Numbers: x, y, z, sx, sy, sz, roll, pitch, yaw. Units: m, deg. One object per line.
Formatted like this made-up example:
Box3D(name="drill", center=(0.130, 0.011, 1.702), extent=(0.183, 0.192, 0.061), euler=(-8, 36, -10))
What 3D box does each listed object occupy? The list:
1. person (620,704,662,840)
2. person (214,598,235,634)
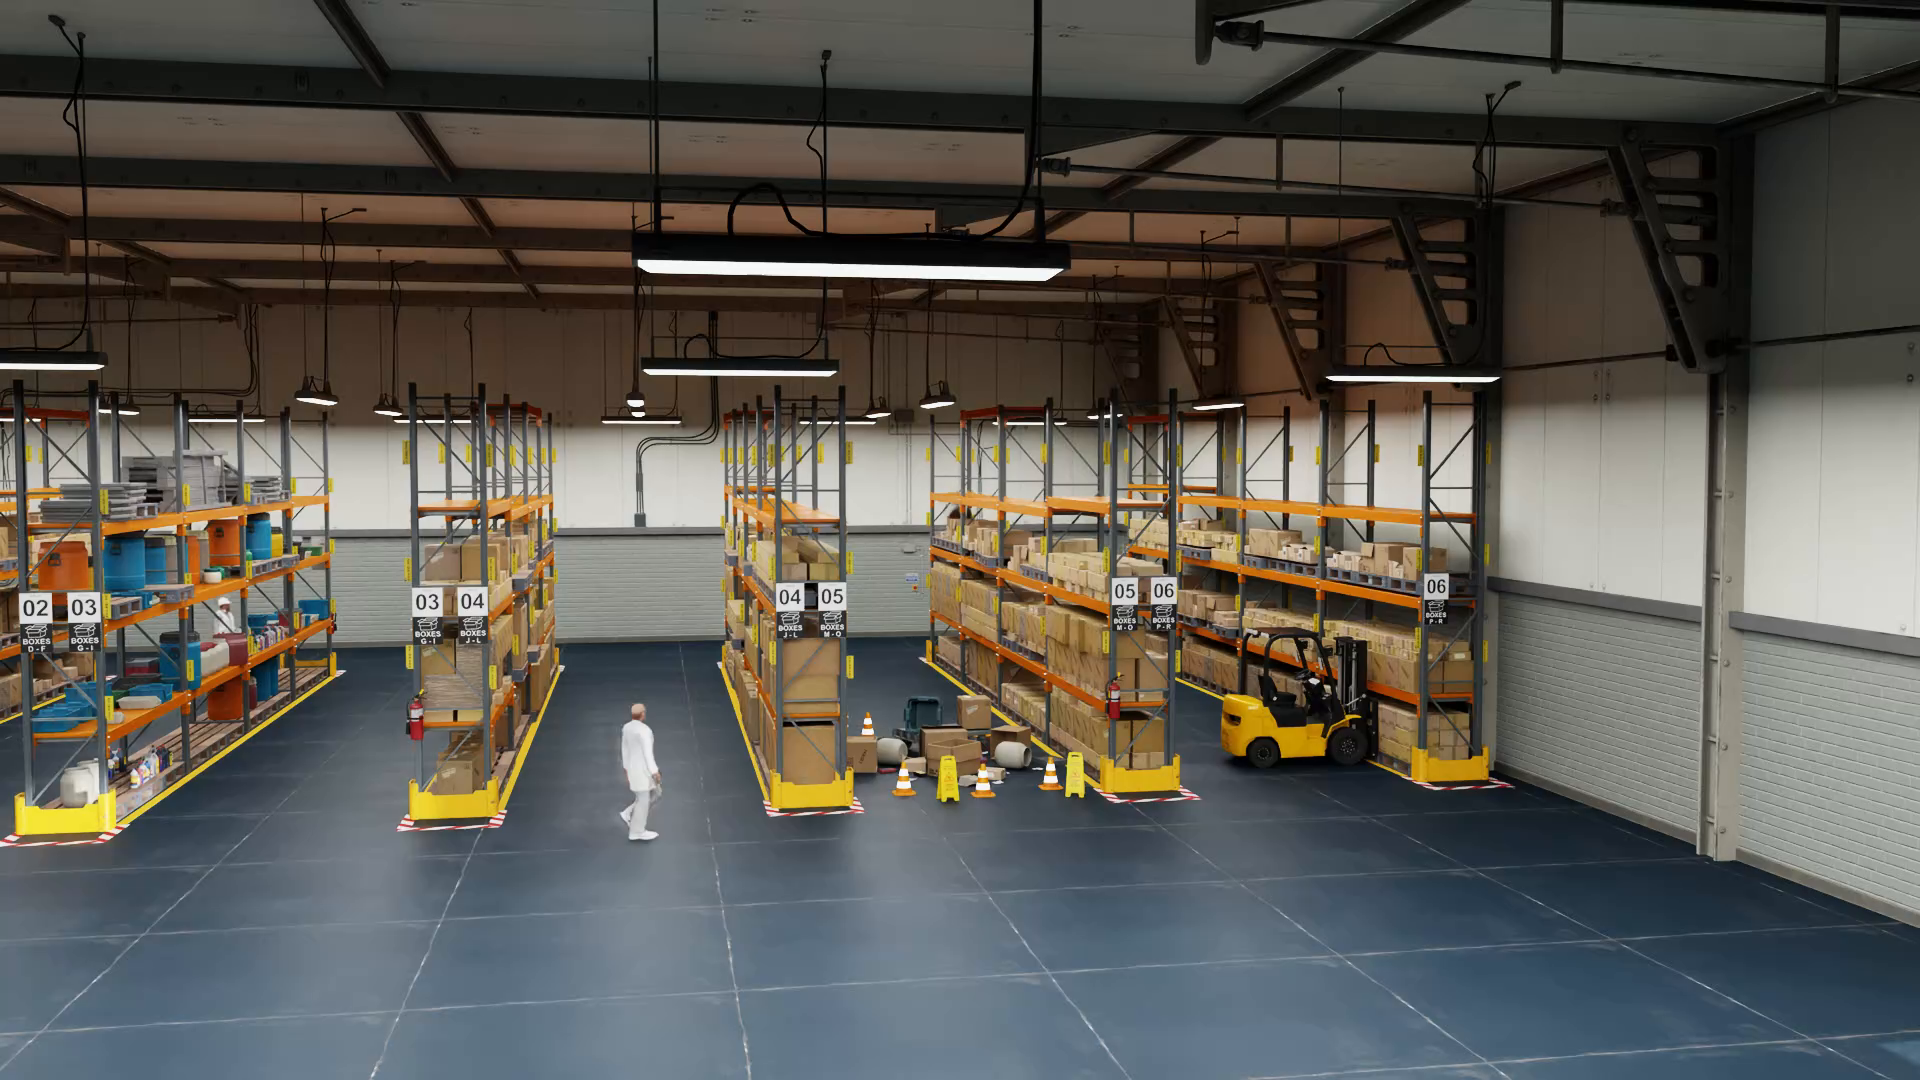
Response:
Box3D(name="person", center=(-4.162, 3.002, 21.613), extent=(0.544, 1.768, 0.581), euler=(0, 3, -4))
Box3D(name="person", center=(-16.676, 2.205, 37.742), extent=(0.469, 1.787, 0.573), euler=(2, 3, 32))
